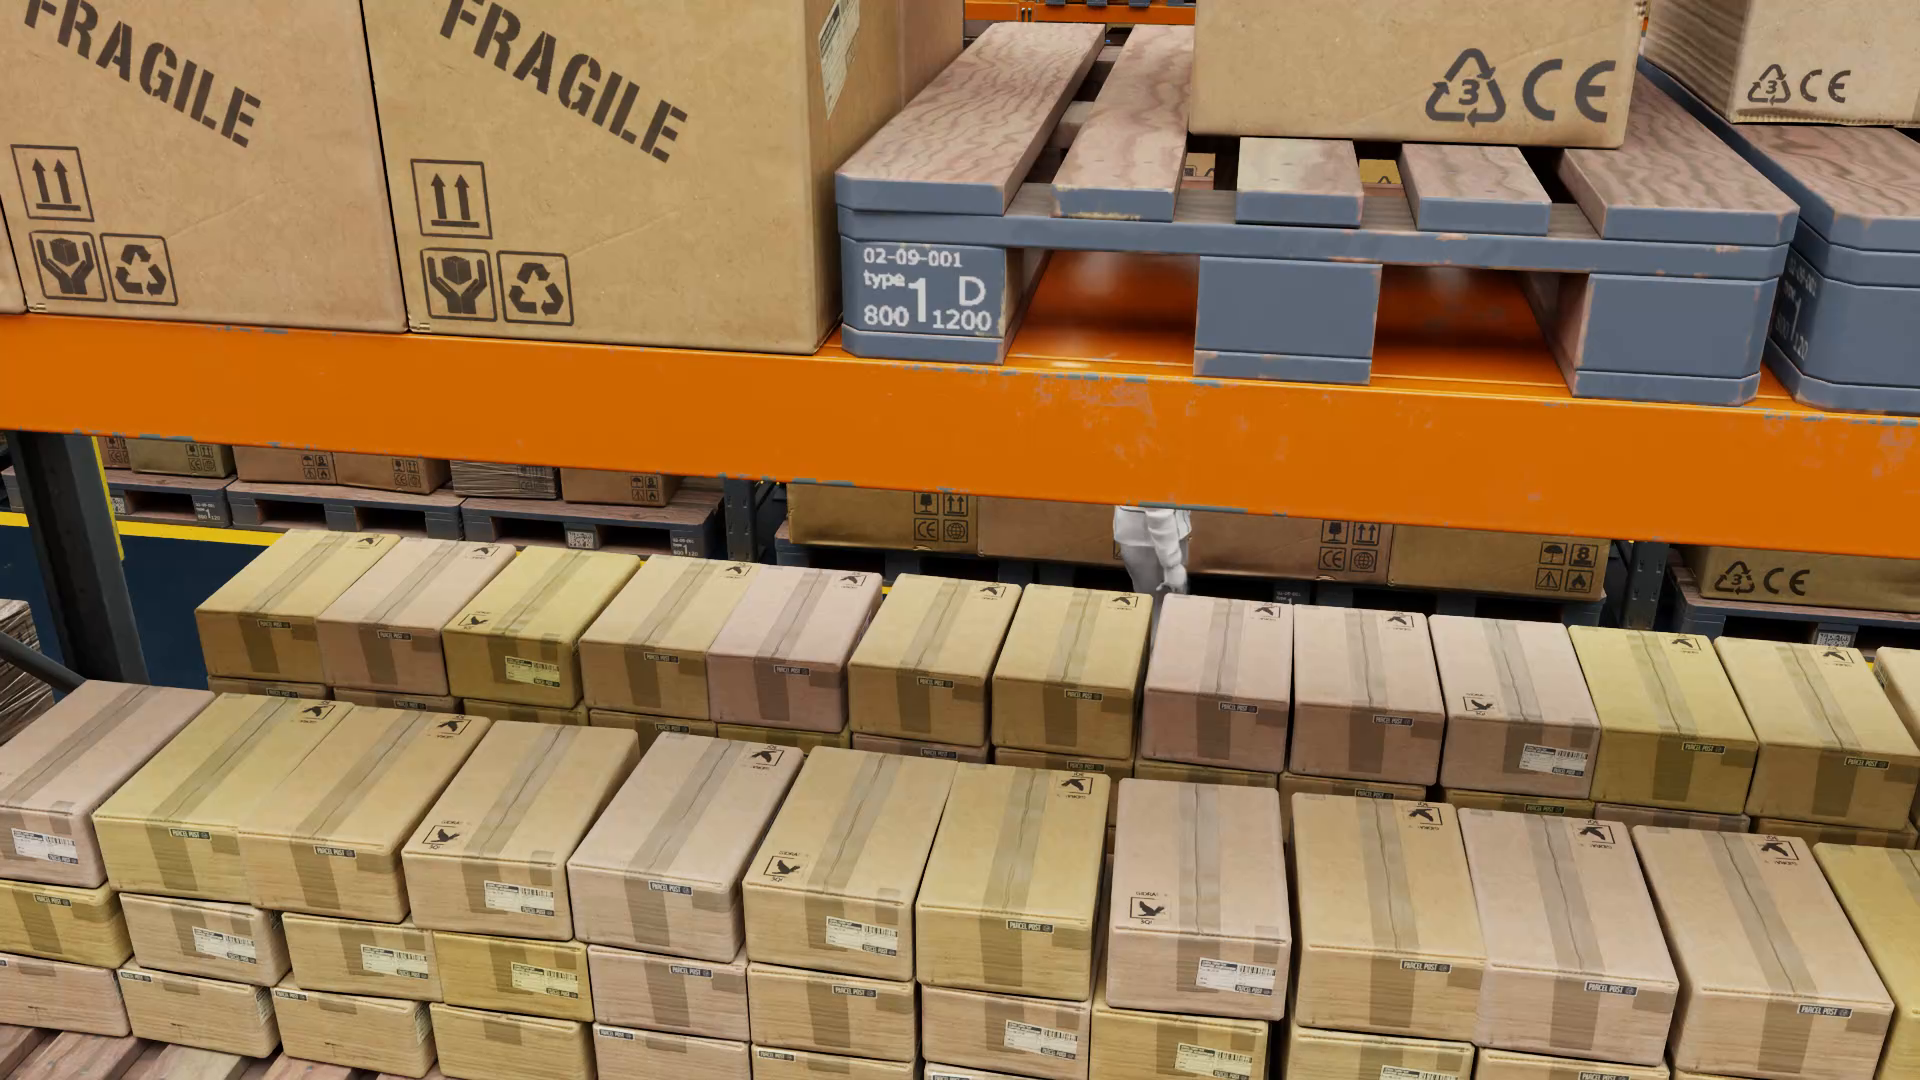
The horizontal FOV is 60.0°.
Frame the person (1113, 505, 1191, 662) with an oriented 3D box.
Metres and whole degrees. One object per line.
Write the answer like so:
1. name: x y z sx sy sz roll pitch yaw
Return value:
1. person: 0.750 0.000 6.103 0.377 1.663 0.539 3 25 6
